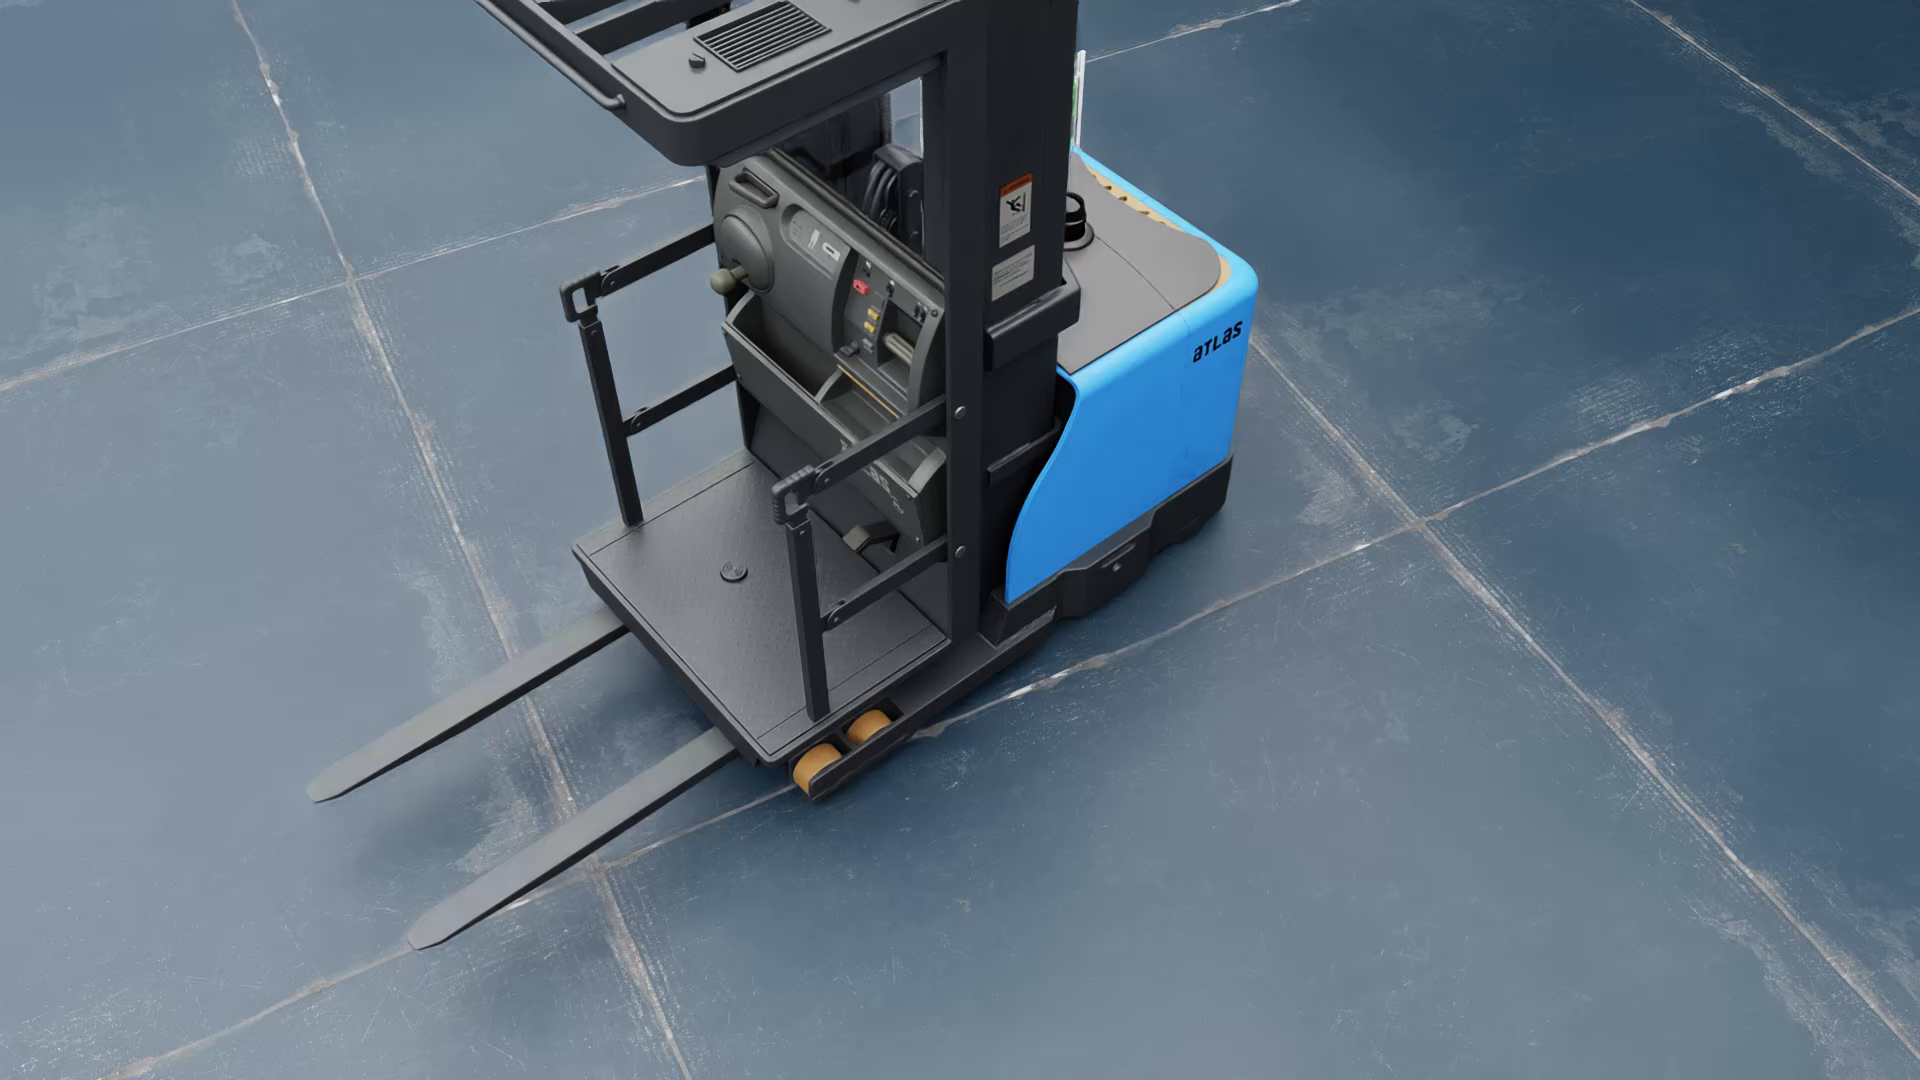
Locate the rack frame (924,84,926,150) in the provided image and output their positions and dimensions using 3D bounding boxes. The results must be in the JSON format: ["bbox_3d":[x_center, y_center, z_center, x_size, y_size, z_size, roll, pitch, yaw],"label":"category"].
[{"bbox_3d":[-0.051,-1.391,6.170,0.015,1.200,0.240,28,55,23],"label":"rack frame"}]

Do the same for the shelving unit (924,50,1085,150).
[{"bbox_3d":[0.148,-1.284,6.076,0.503,1.200,0.258,28,55,23],"label":"shelving unit"}]

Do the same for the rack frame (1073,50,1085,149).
[{"bbox_3d":[0.346,-1.178,5.983,0.015,1.200,0.240,28,55,23],"label":"rack frame"}]

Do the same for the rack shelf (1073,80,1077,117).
[{"bbox_3d":[0.148,-1.558,5.763,0.480,0.148,0.258,28,55,23],"label":"rack shelf"}]

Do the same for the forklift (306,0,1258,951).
[{"bbox_3d":[-0.526,-0.636,4.359,3.031,2.935,1.130,-32,56,-25],"label":"forklift"}]

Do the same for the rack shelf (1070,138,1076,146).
[{"bbox_3d":[0.148,-1.400,5.944,0.480,0.148,0.258,28,55,23],"label":"rack shelf"}]
